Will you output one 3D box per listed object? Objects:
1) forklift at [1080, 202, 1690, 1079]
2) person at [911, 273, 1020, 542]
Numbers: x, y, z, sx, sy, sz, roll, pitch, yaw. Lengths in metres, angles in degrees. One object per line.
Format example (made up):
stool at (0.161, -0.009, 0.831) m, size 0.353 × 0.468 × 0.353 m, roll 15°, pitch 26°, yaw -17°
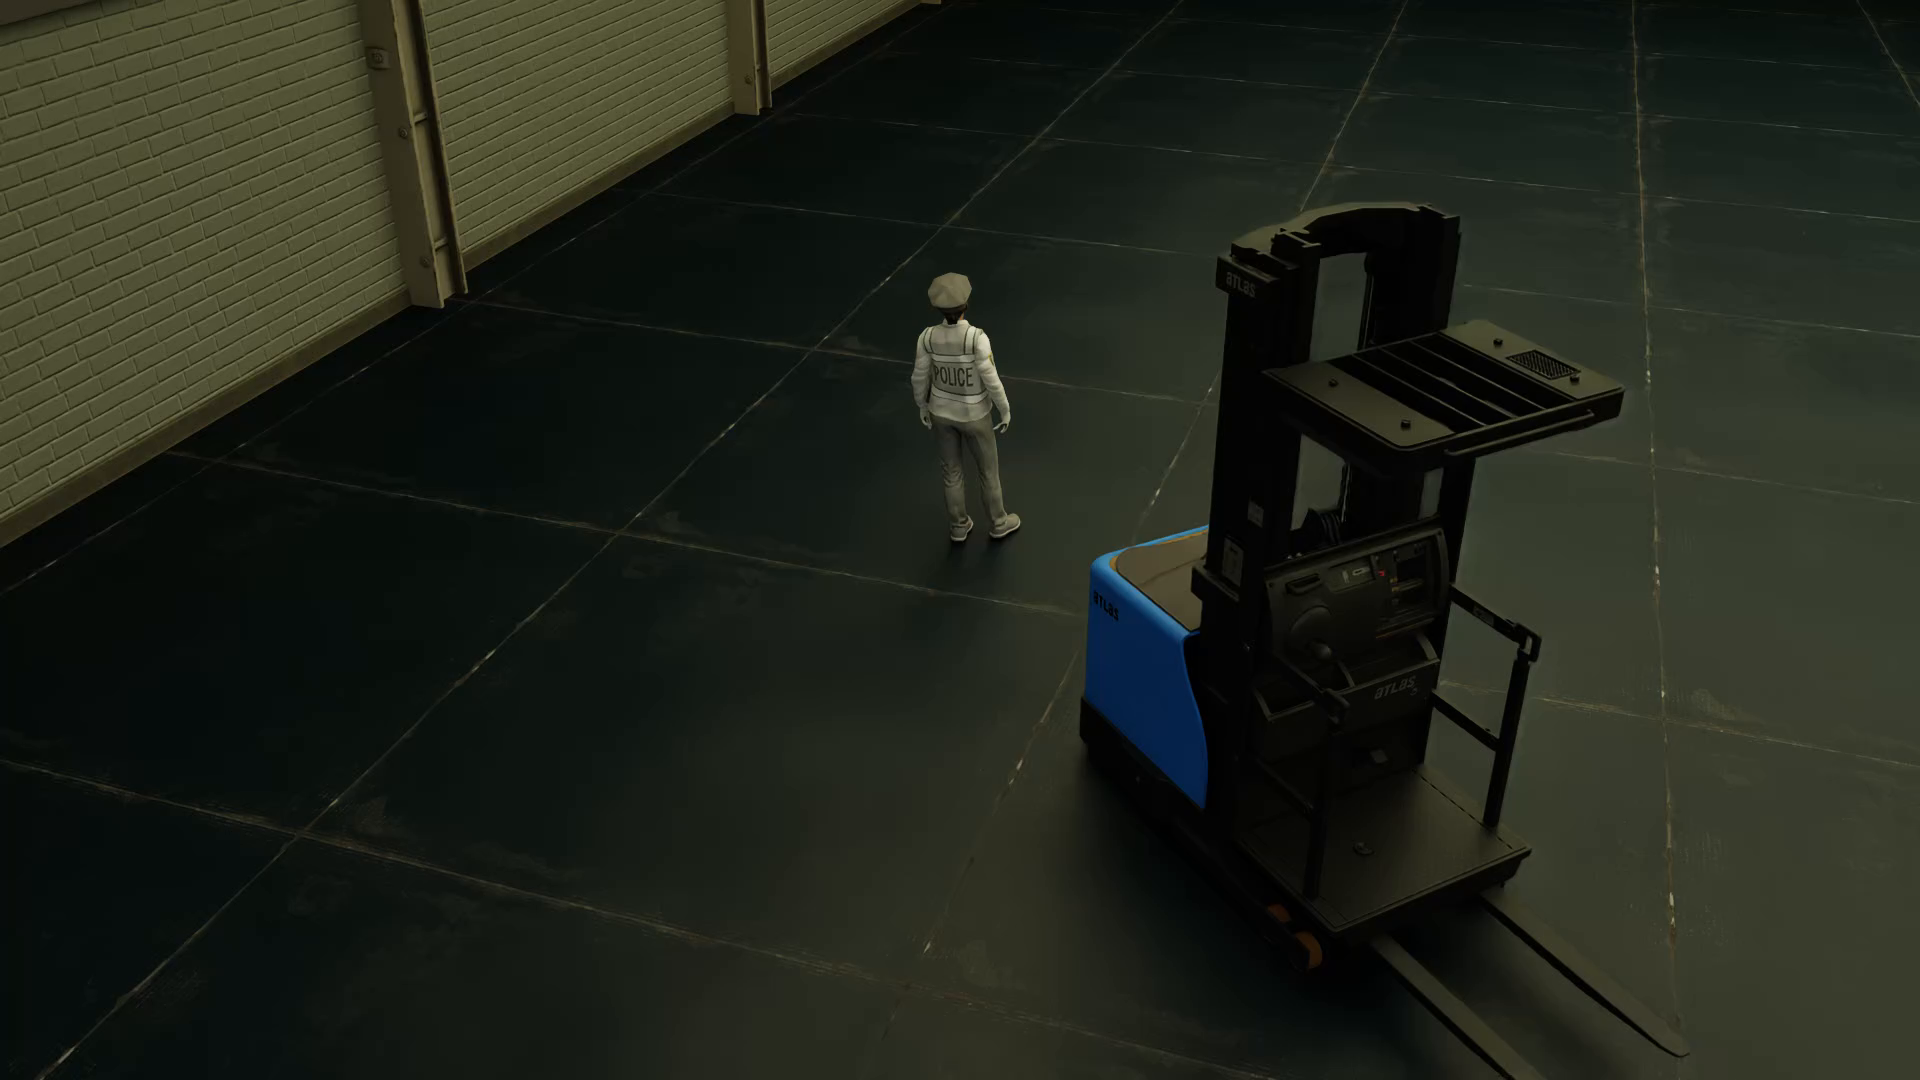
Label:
forklift at (1.739, 0.268, 6.666) m, size 1.130 × 2.935 × 3.031 m, roll -15°, pitch 33°, yaw -24°
person at (0.029, -0.773, 9.727) m, size 0.586 × 1.694 × 0.530 m, roll 10°, pitch 31°, yaw 16°
